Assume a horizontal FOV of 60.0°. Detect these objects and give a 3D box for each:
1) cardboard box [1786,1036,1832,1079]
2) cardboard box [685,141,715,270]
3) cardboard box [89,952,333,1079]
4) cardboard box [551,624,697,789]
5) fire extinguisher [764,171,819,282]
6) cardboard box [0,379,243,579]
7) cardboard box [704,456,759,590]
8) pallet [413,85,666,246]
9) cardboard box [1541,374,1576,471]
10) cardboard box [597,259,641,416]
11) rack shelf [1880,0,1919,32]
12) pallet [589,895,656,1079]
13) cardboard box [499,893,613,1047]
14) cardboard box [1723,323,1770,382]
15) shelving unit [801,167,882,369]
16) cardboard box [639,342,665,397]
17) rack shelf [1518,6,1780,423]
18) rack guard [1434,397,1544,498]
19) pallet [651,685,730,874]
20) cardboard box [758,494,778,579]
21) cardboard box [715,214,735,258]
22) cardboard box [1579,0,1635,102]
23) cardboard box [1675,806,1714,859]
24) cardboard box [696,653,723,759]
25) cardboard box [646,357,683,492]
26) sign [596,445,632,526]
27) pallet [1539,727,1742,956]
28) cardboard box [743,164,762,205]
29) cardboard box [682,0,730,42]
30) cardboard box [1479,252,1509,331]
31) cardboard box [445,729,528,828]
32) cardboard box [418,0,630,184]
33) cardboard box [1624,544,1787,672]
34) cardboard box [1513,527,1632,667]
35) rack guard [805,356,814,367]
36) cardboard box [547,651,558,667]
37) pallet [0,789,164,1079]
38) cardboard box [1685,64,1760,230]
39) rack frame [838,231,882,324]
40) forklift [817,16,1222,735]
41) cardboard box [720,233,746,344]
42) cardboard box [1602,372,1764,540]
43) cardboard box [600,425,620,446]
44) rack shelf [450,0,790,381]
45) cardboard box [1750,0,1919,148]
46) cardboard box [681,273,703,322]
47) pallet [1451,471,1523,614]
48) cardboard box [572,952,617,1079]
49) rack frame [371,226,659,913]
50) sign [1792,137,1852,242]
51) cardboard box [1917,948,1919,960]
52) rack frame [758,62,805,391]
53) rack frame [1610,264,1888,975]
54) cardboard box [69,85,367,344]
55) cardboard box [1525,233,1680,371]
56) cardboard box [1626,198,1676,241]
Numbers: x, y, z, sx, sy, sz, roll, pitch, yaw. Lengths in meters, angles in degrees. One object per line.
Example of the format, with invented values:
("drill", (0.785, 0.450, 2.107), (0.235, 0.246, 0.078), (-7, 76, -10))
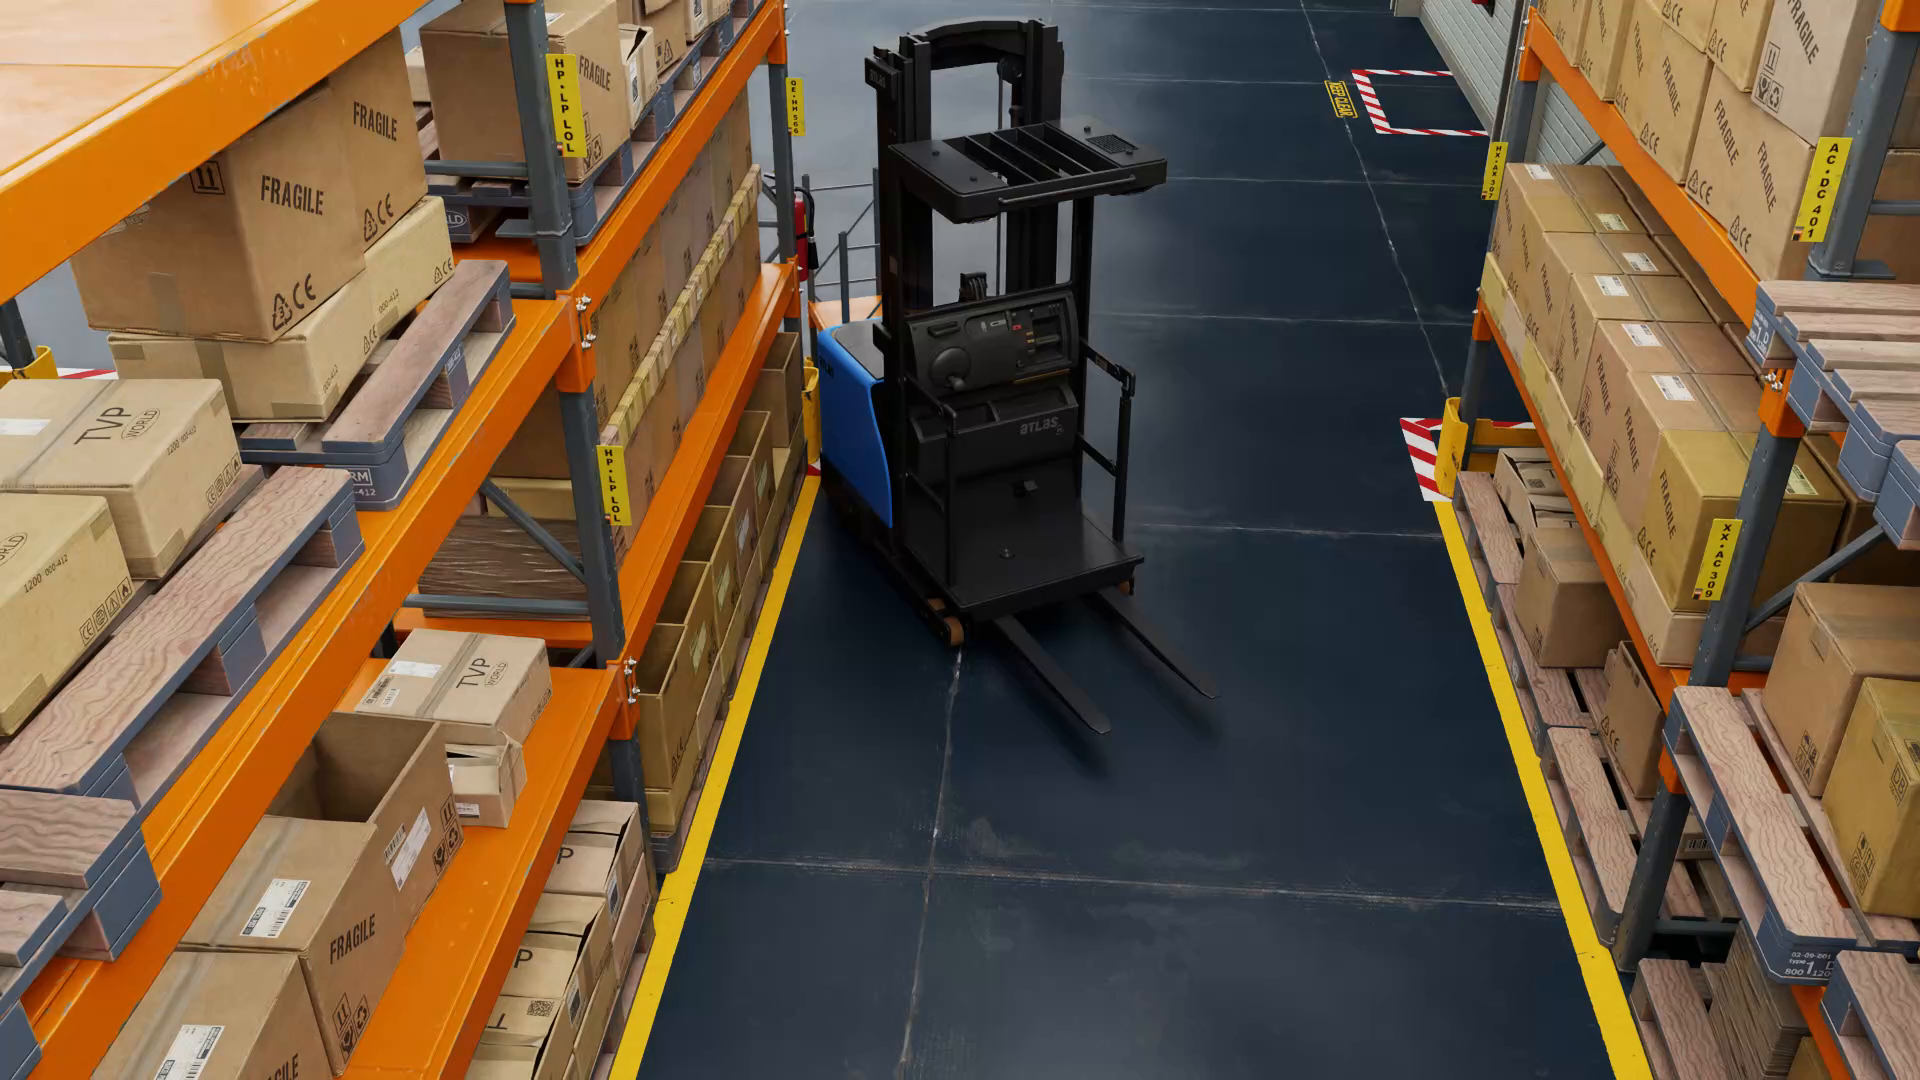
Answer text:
("cardboard box", (3.119, 1.992, 5.401), (0.700, 0.500, 0.500), (2, 32, 3))
("cardboard box", (-1.590, -1.628, 7.982), (0.700, 0.500, 0.500), (3, 32, 4))
("cardboard box", (-1.988, 1.419, 4.273), (0.500, 0.500, 0.500), (1, 32, 1))
("cardboard box", (-1.433, 0.691, 7.055), (0.500, 0.500, 0.500), (2, 32, 4))
("fire extinguisher", (-0.985, -1.853, 9.751), (0.296, 0.674, 0.183), (2, 32, 4))
("cardboard box", (-2.000, -0.147, 3.793), (0.500, 0.250, 0.500), (0, 32, 0))
("cardboard box", (-1.313, -0.093, 8.328), (0.500, 0.500, 0.500), (2, 32, 4))
("pallet", (-1.739, -1.438, 6.231), (1.003, 0.211, 1.213), (2, 32, 4))
("cardboard box", (3.005, -0.535, 7.663), (0.500, 0.250, 0.500), (3, 32, 4))
("cardboard box", (-1.713, -0.843, 6.708), (0.700, 0.500, 0.500), (2, 32, 4))
("rack shelf", (2.992, -0.574, 2.951), (1.077, 0.370, 4.000), (2, 32, 4))
("pallet", (-1.804, 1.822, 6.373), (1.003, 0.211, 1.213), (2, 32, 4))
("cardboard box", (-1.566, 1.497, 5.928), (0.500, 0.311, 0.500), (3, 32, 5))
("cardboard box", (3.493, -0.574, 7.011), (0.500, 0.500, 0.500), (3, 32, 5))
("shelving unit", (-0.597, -1.412, 10.391), (0.587, 1.500, 1.083), (-9, 33, -14))
("cardboard box", (-1.486, -0.737, 7.154), (0.380, 0.149, 0.250), (1, 32, 2))
("rack shelf", (3.317, -1.559, 7.027), (1.077, 0.370, 4.000), (2, 32, 4))
("rack guard", (3.474, -0.530, 9.914), (1.175, 0.500, 0.348), (2, 32, 4))
("pallet", (-1.677, 1.021, 7.672), (1.003, 0.211, 1.213), (2, 32, 4))
("cardboard box", (-1.274, -0.035, 8.949), (0.500, 0.250, 0.500), (2, 32, 4))
("cardboard box", (-1.362, -1.552, 8.477), (0.380, 0.149, 0.250), (3, 32, 5))
("cardboard box", (3.086, -2.247, 7.344), (0.500, 0.500, 0.500), (4, 32, 6))
("cardboard box", (3.168, 1.195, 7.013), (0.380, 0.166, 0.250), (-2, 32, -2))
("cardboard box", (-1.397, 0.749, 7.676), (0.500, 0.250, 0.500), (2, 32, 4))
("cardboard box", (-1.672, -0.565, 7.493), (0.700, 0.500, 0.500), (3, 32, 5))
("sign", (-1.241, -0.193, 5.957), (0.100, 0.325, 0.005), (2, 32, 4))
("pallet", (3.174, 1.292, 7.233), (1.003, 0.211, 1.213), (2, 32, 4))
("cardboard box", (-1.299, -1.954, 9.129), (0.380, 0.149, 0.250), (2, 32, 3))
("cardboard box", (-1.334, -2.417, 7.285), (0.500, 0.311, 0.500), (6, 32, 10))
("cardboard box", (3.124, -1.337, 8.965), (0.500, 0.250, 0.500), (2, 32, 3))
("cardboard box", (-1.672, 0.773, 5.545), (0.396, 0.266, 0.258), (2, 32, 3))
("cardboard box", (-1.479, -1.562, 5.718), (0.500, 0.500, 0.500), (5, 32, 8))
("cardboard box", (2.891, 0.252, 6.386), (0.500, 0.250, 0.500), (3, 32, 4))
("cardboard box", (3.178, 0.280, 8.179), (0.700, 0.500, 0.500), (1, 32, 1))
("rack guard", (-0.740, -1.130, 11.126), (0.587, 0.250, 0.087), (-9, 33, -14))
("cardboard box", (-1.911, 0.408, 7.515), (0.500, 0.500, 0.500), (2, 32, 4))
("pallet", (-2.143, 0.784, 2.719), (1.213, 0.211, 1.003), (4, 32, 6))
("cardboard box", (3.003, -1.409, 5.984), (0.500, 0.500, 0.500), (0, 32, 0))
("rack frame", (-0.455, -1.161, 9.984), (0.500, 1.500, 0.032), (-9, 33, -14))
("forklift", (0.277, -0.954, 8.284), (1.130, 2.935, 3.031), (-15, 35, -22))
("cardboard box", (-1.546, -1.368, 8.795), (0.700, 0.500, 0.500), (3, 32, 5))
("cardboard box", (2.920, -0.328, 6.612), (0.500, 0.500, 0.500), (2, 32, 4))
("cardboard box", (-1.548, -0.334, 6.500), (0.380, 0.149, 0.250), (3, 32, 5))
("rack shelf", (-1.620, -1.769, 7.368), (1.077, 0.370, 4.000), (2, 32, 4))
("cardboard box", (2.925, -1.570, 5.292), (0.500, 0.500, 0.500), (0, 32, 0))
("cardboard box", (-1.423, -1.143, 7.813), (0.380, 0.149, 0.250), (2, 32, 3))
("pallet", (3.373, 0.016, 9.303), (1.003, 0.211, 1.213), (2, 32, 4))
("cardboard box", (-1.571, 1.733, 6.079), (0.500, 0.250, 0.500), (2, 32, 3))
("rack frame", (-1.783, 0.248, 6.269), (1.000, 3.000, 0.127), (2, 32, 4))
("sign", (2.613, -1.059, 5.037), (0.100, 0.325, 0.005), (2, 32, 4))
("cardboard box", (3.004, 1.130, 4.323), (0.700, 0.500, 0.500), (7, 32, 11))
("rack frame", (-1.457, -1.844, 9.663), (1.000, 3.000, 0.127), (2, 32, 4))
("rack frame", (3.155, 0.458, 5.929), (1.000, 3.000, 0.127), (2, 32, 4))
("cardboard box", (-1.896, -0.844, 4.209), (0.500, 0.500, 0.500), (5, 32, 9))
("cardboard box", (3.043, -1.133, 7.919), (0.500, 0.500, 0.500), (1, 32, 2))
("cardboard box", (3.603, -1.380, 8.319), (0.500, 0.500, 0.500), (3, 32, 5))
